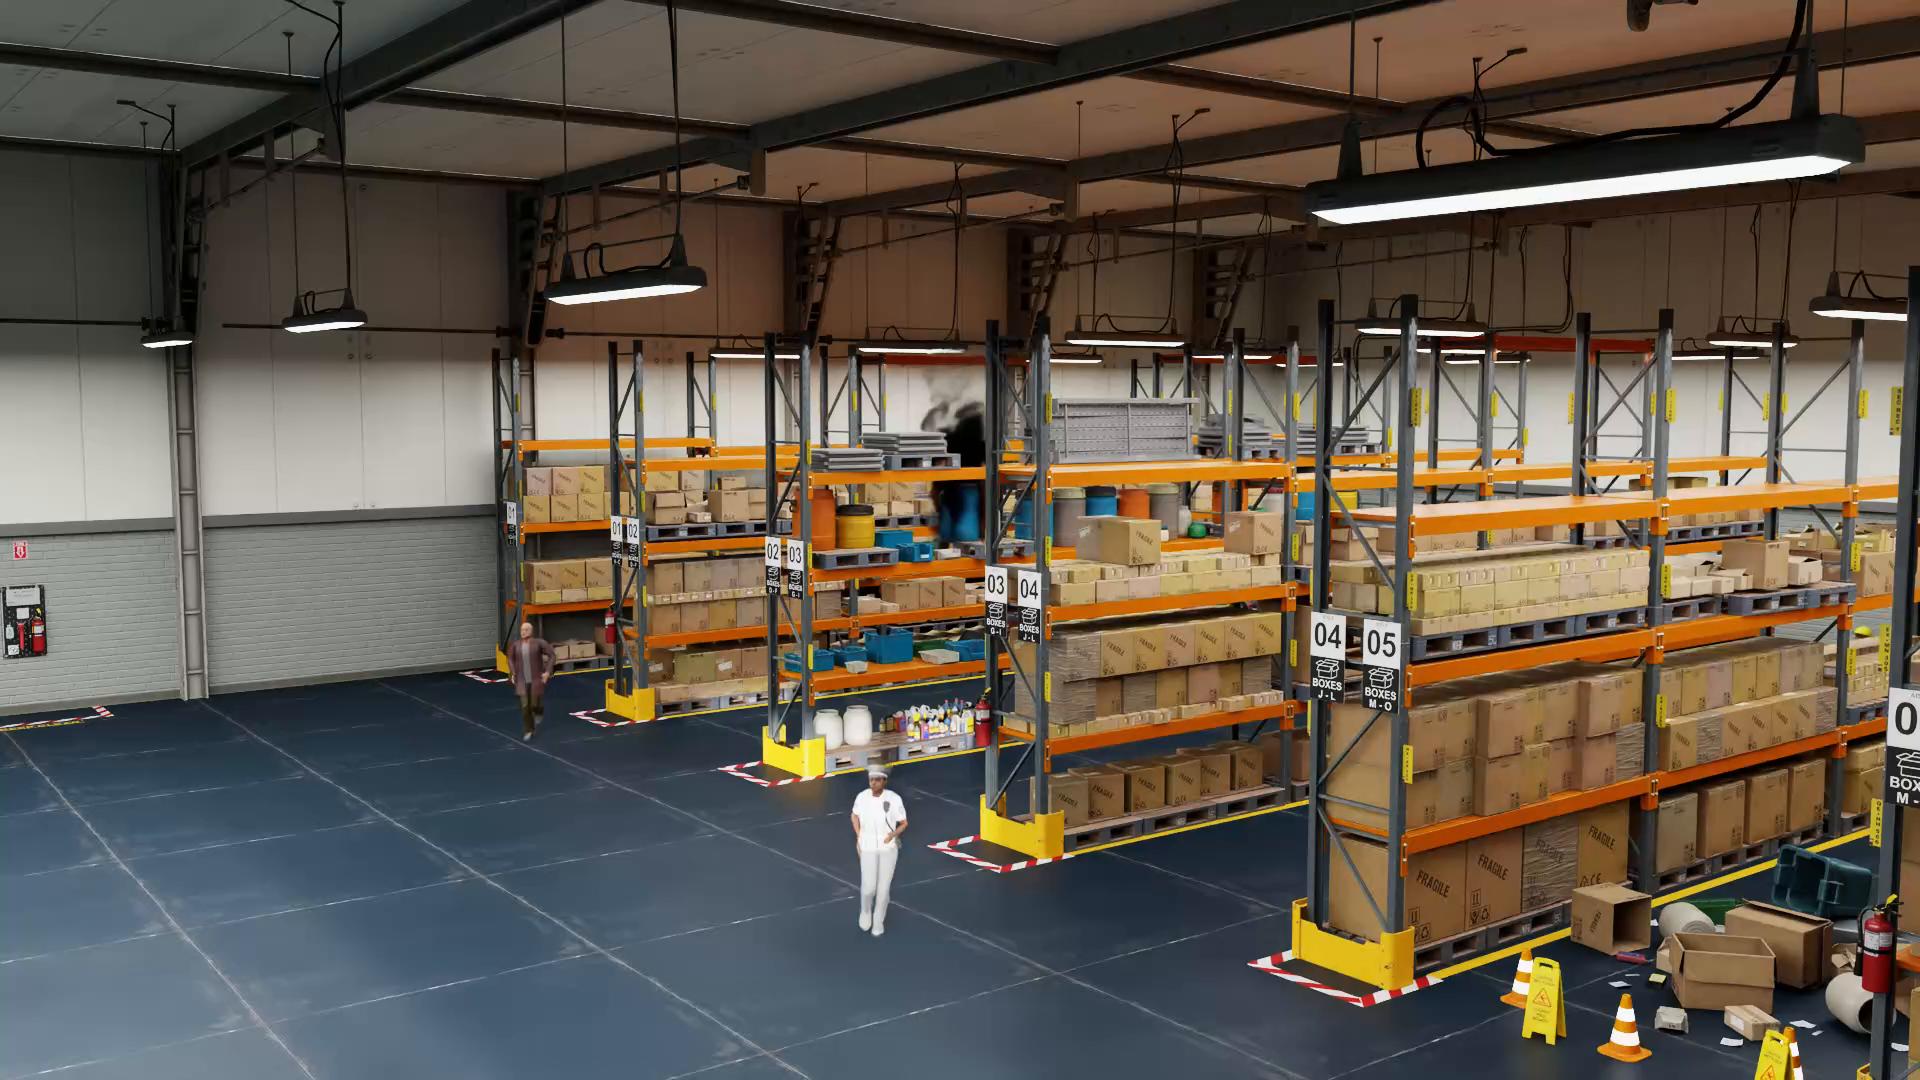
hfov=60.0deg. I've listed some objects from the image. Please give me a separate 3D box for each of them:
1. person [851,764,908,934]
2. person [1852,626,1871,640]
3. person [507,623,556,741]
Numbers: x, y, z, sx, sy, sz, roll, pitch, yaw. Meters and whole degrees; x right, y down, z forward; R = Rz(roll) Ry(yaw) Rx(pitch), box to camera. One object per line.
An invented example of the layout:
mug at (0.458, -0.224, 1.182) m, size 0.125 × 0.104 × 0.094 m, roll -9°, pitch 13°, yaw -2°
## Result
person at (-0.775, 2.945, 15.787) m, size 0.560 × 1.667 × 0.582 m, roll 0°, pitch 5°, yaw 2°
person at (13.252, 2.146, 24.491) m, size 0.669 × 1.758 × 0.669 m, roll -3°, pitch 6°, yaw -28°
person at (-6.444, 2.108, 25.034) m, size 0.725 × 1.761 × 0.707 m, roll 0°, pitch 5°, yaw 2°
